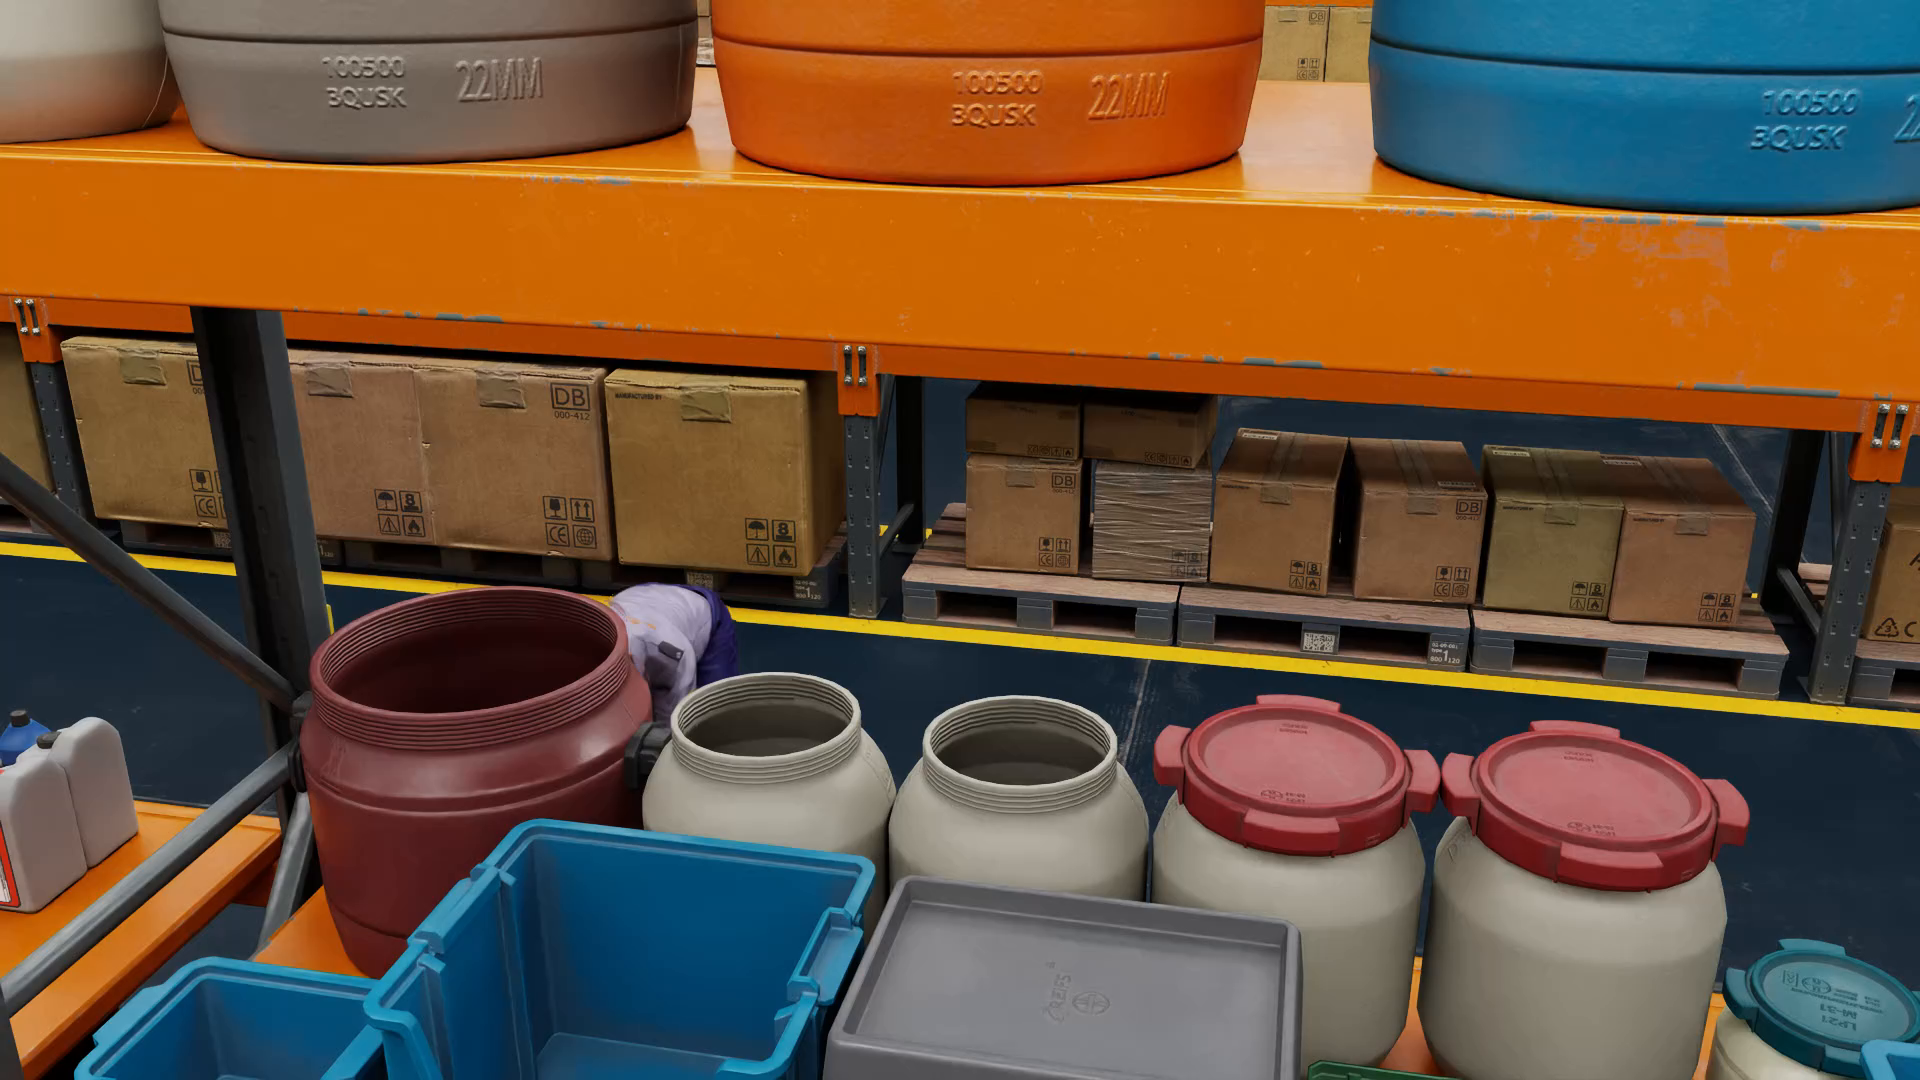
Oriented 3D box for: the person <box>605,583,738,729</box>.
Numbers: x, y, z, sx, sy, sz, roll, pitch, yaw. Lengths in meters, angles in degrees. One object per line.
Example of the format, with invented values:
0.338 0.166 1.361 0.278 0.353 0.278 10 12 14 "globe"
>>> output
-0.963 0.651 5.149 0.466 1.153 0.889 4 22 9 "person"
